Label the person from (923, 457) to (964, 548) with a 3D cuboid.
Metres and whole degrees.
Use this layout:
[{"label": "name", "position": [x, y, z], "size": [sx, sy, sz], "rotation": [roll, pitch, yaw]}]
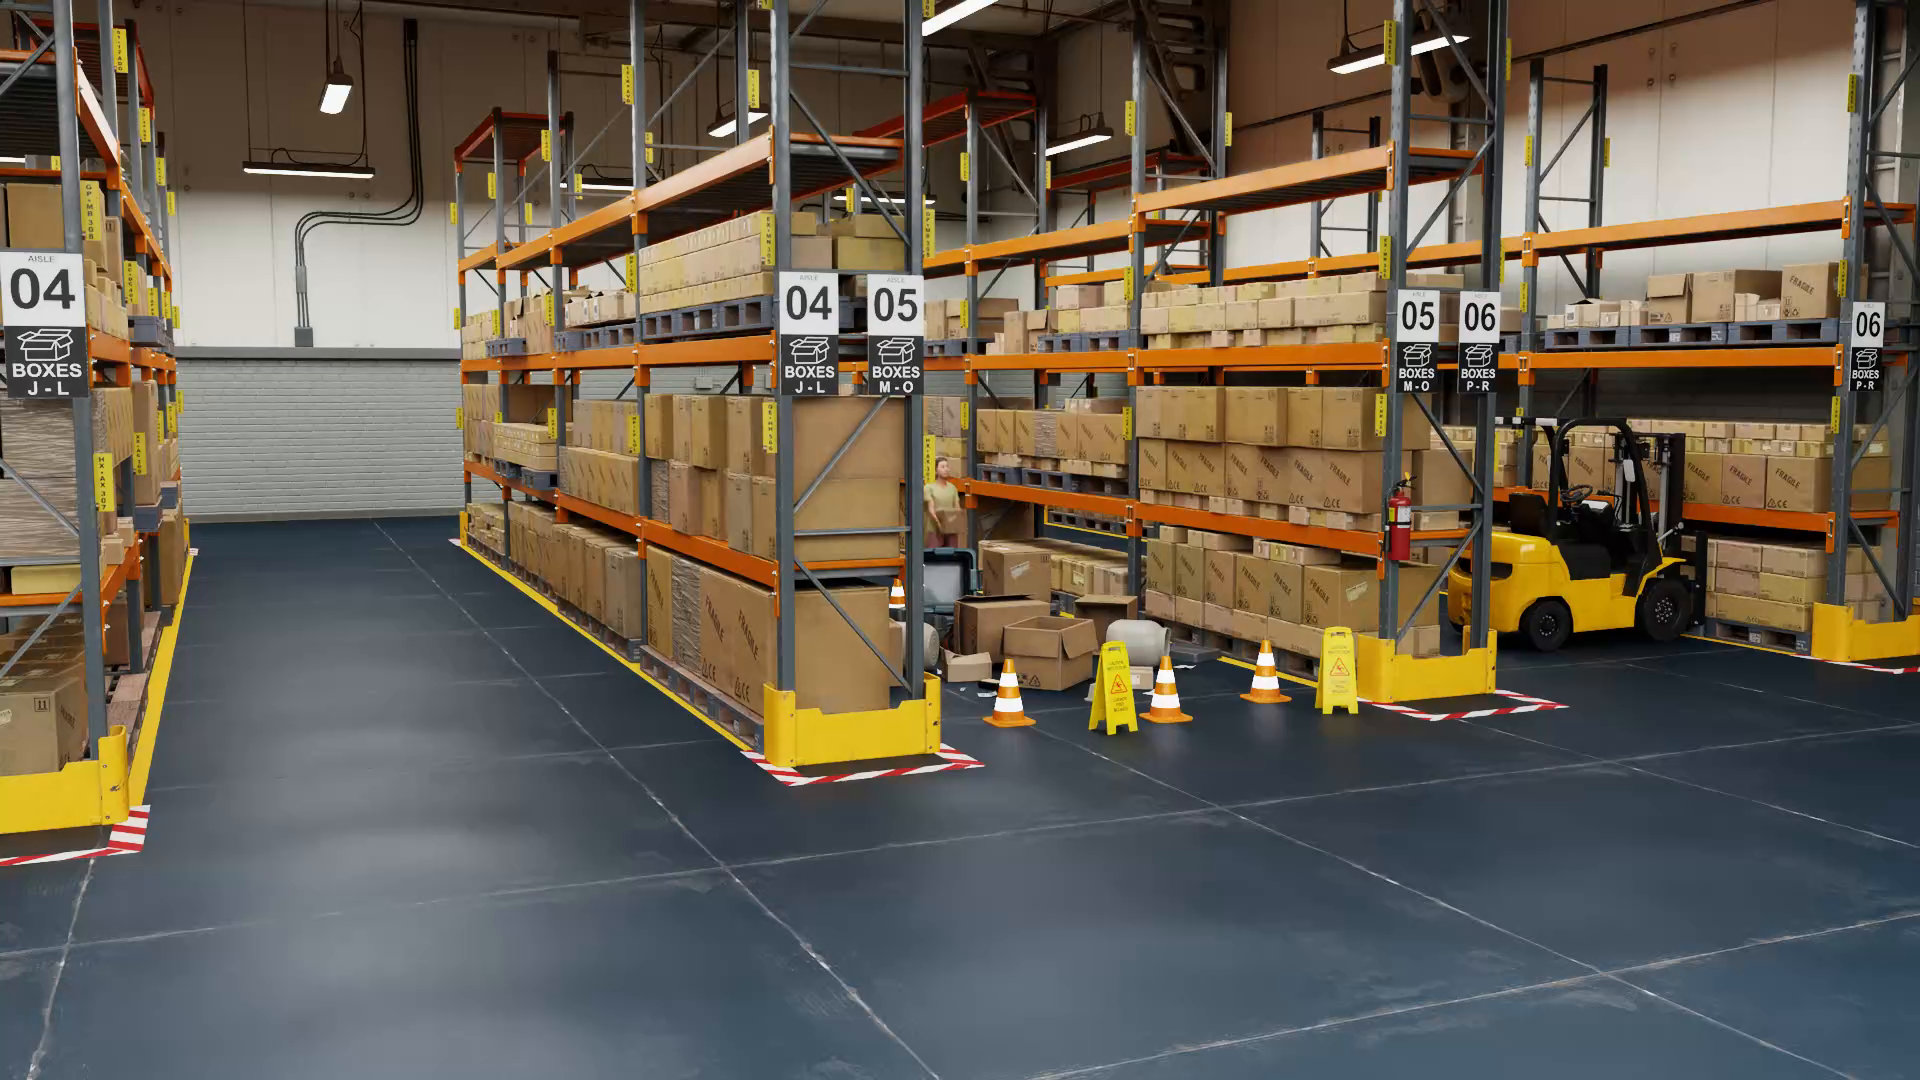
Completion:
[{"label": "person", "position": [-0.164, -0.058, 18.147], "size": [0.438, 1.659, 0.543], "rotation": [-3, 6, -31]}]
